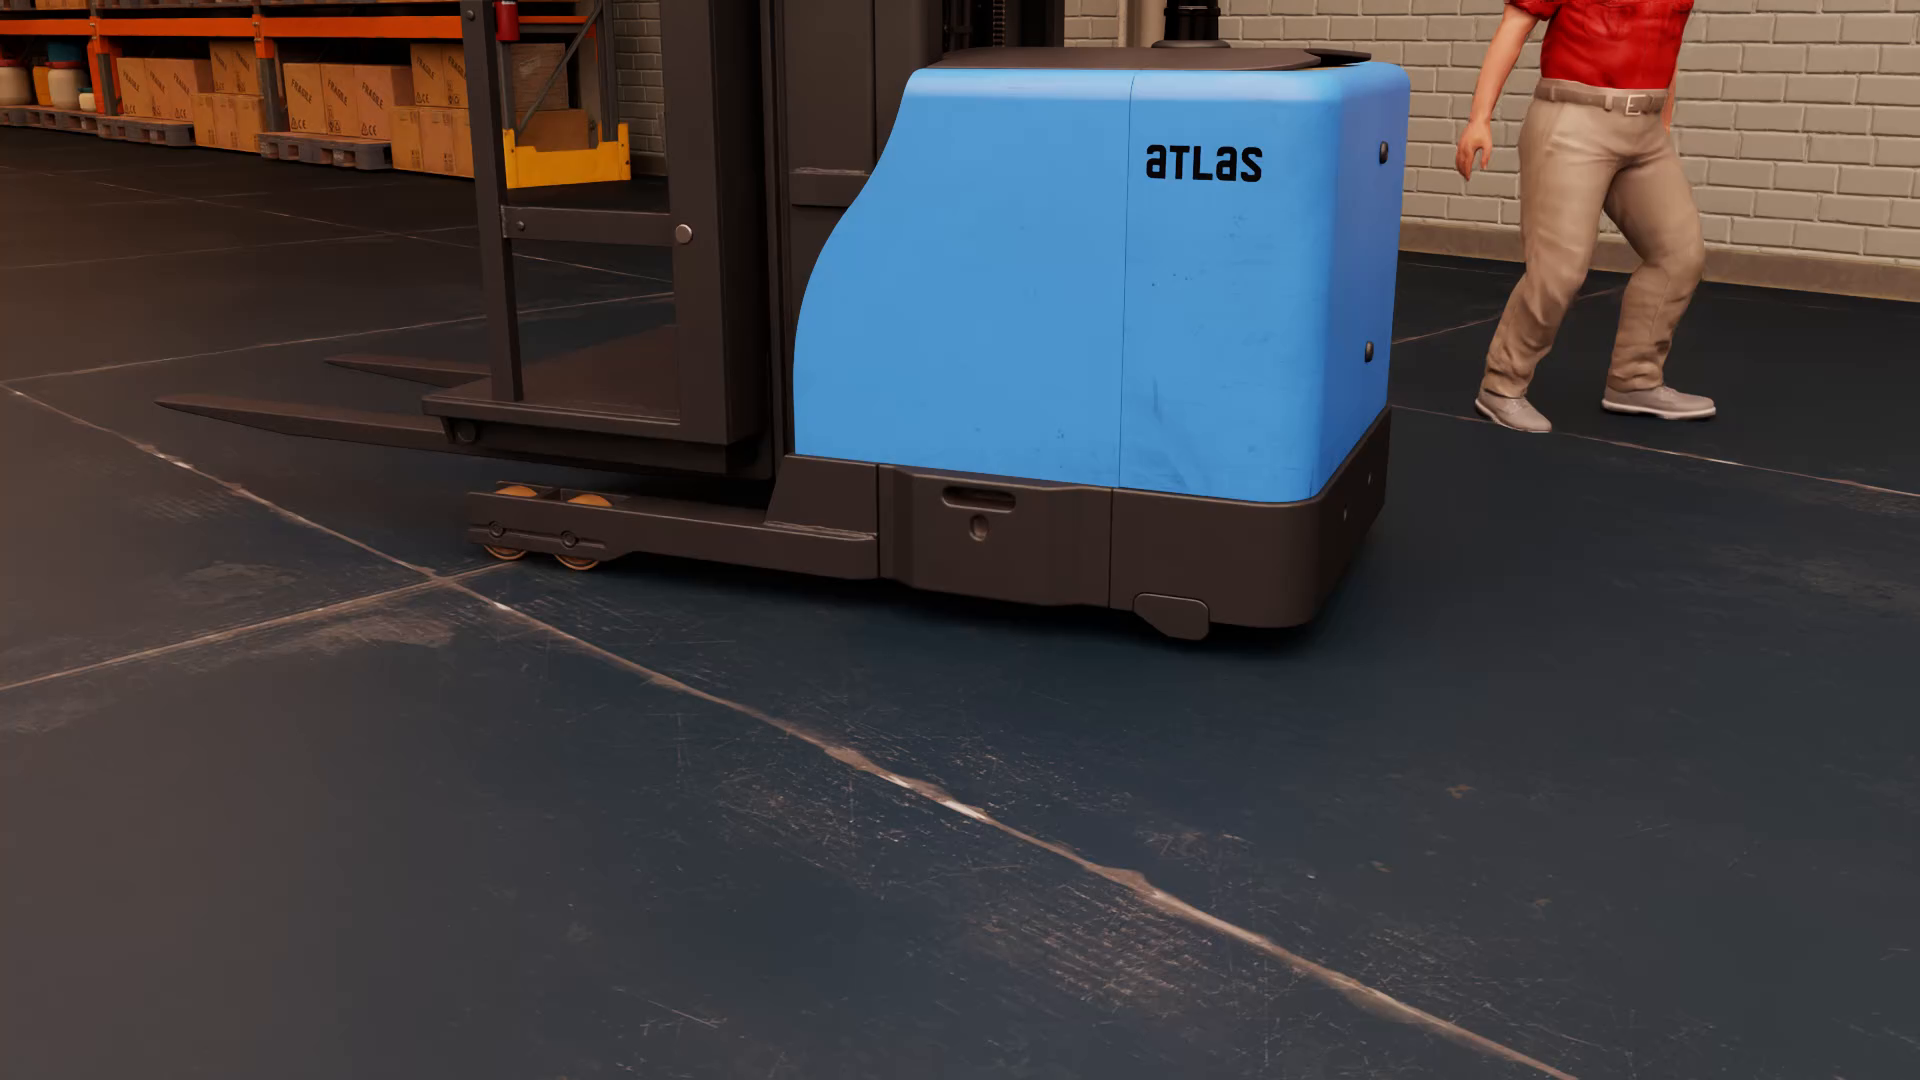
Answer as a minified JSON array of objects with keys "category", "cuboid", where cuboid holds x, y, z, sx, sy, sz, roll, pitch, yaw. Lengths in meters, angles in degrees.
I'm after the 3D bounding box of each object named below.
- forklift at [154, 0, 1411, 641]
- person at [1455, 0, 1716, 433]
[{"category":"forklift","cuboid":[-0.563,-1.469,3.684,3.031,2.935,1.130,7,18,21]},{"category":"person","cuboid":[1.854,-1.160,4.838,0.878,1.703,0.420,-7,18,-20]}]
